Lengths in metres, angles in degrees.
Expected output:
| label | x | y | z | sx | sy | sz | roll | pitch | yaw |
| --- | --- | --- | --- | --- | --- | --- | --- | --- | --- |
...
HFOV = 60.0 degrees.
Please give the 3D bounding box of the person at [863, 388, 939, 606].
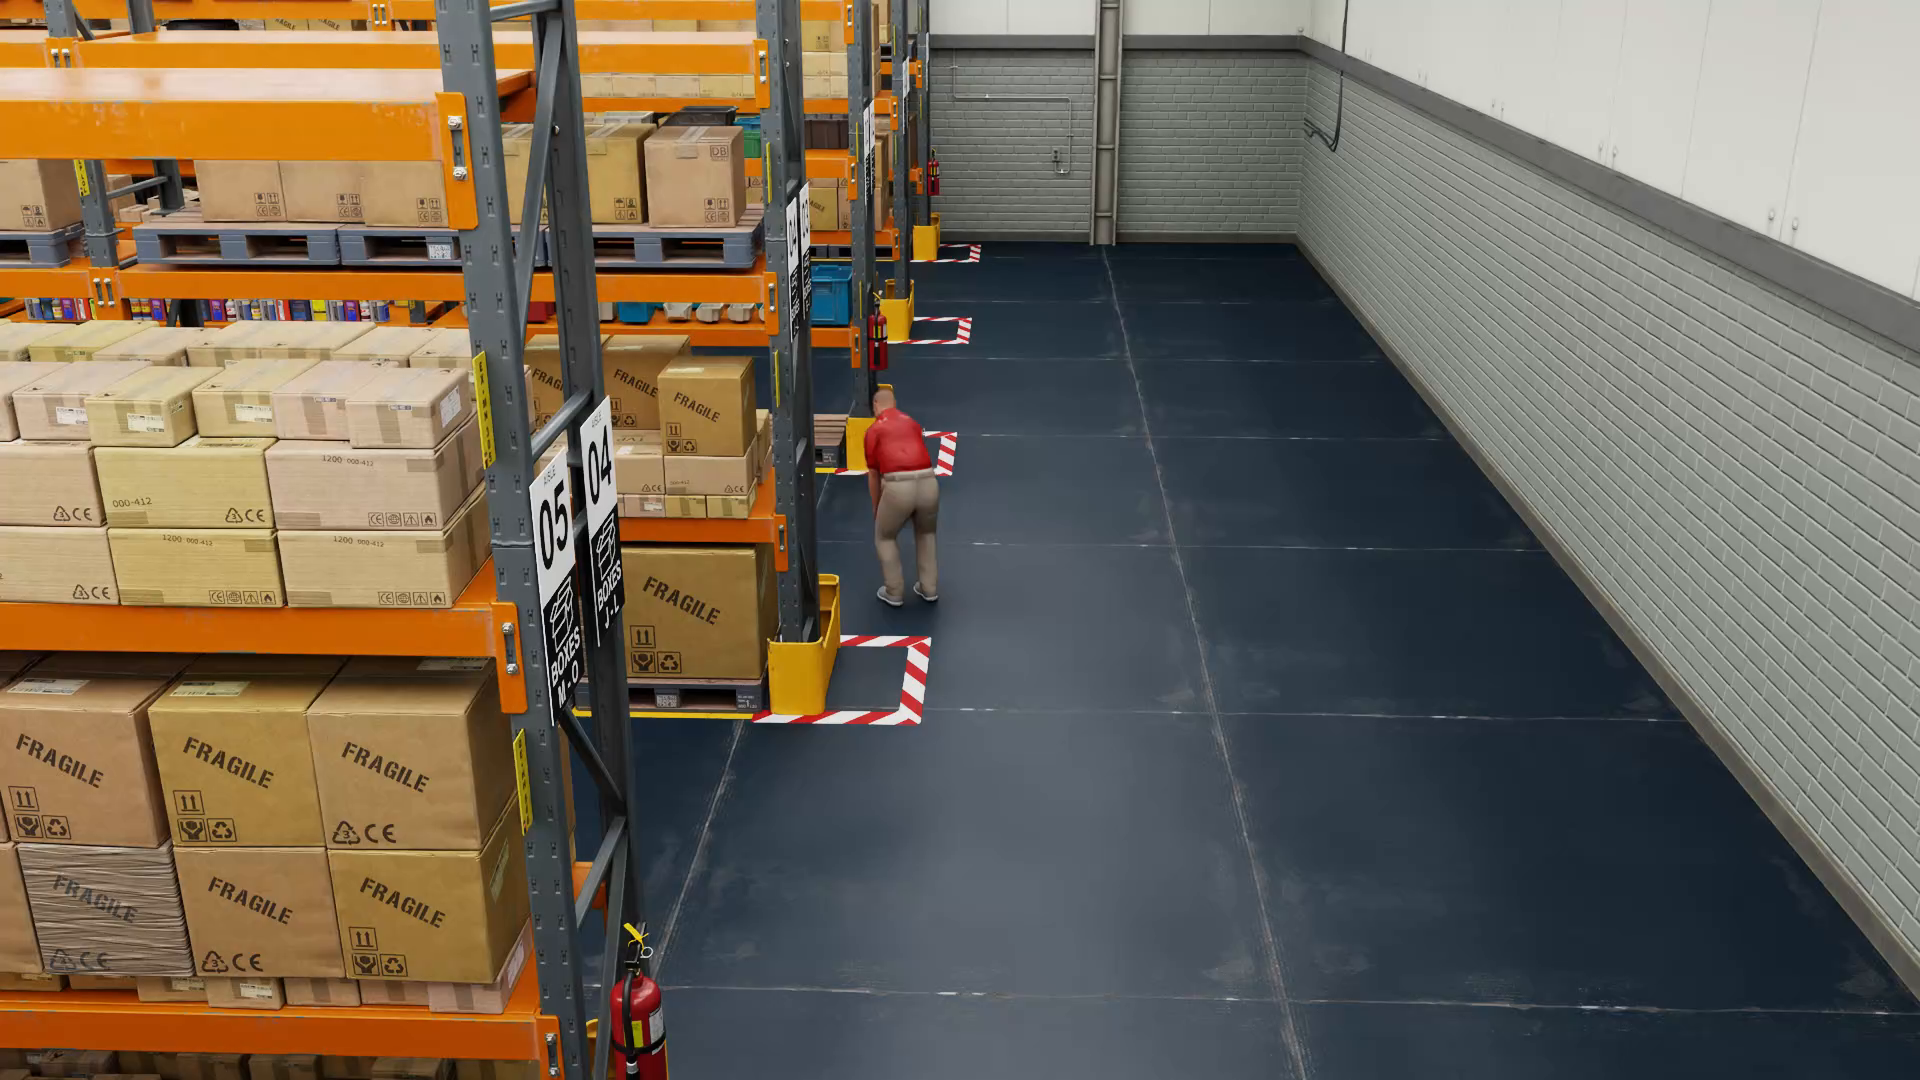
| label | x | y | z | sx | sy | sz | roll | pitch | yaw |
| --- | --- | --- | --- | --- | --- | --- | --- | --- | --- |
| person | -0.442 | -0.319 | 12.266 | 0.484 | 1.513 | 0.767 | -8 | 22 | -21 |
